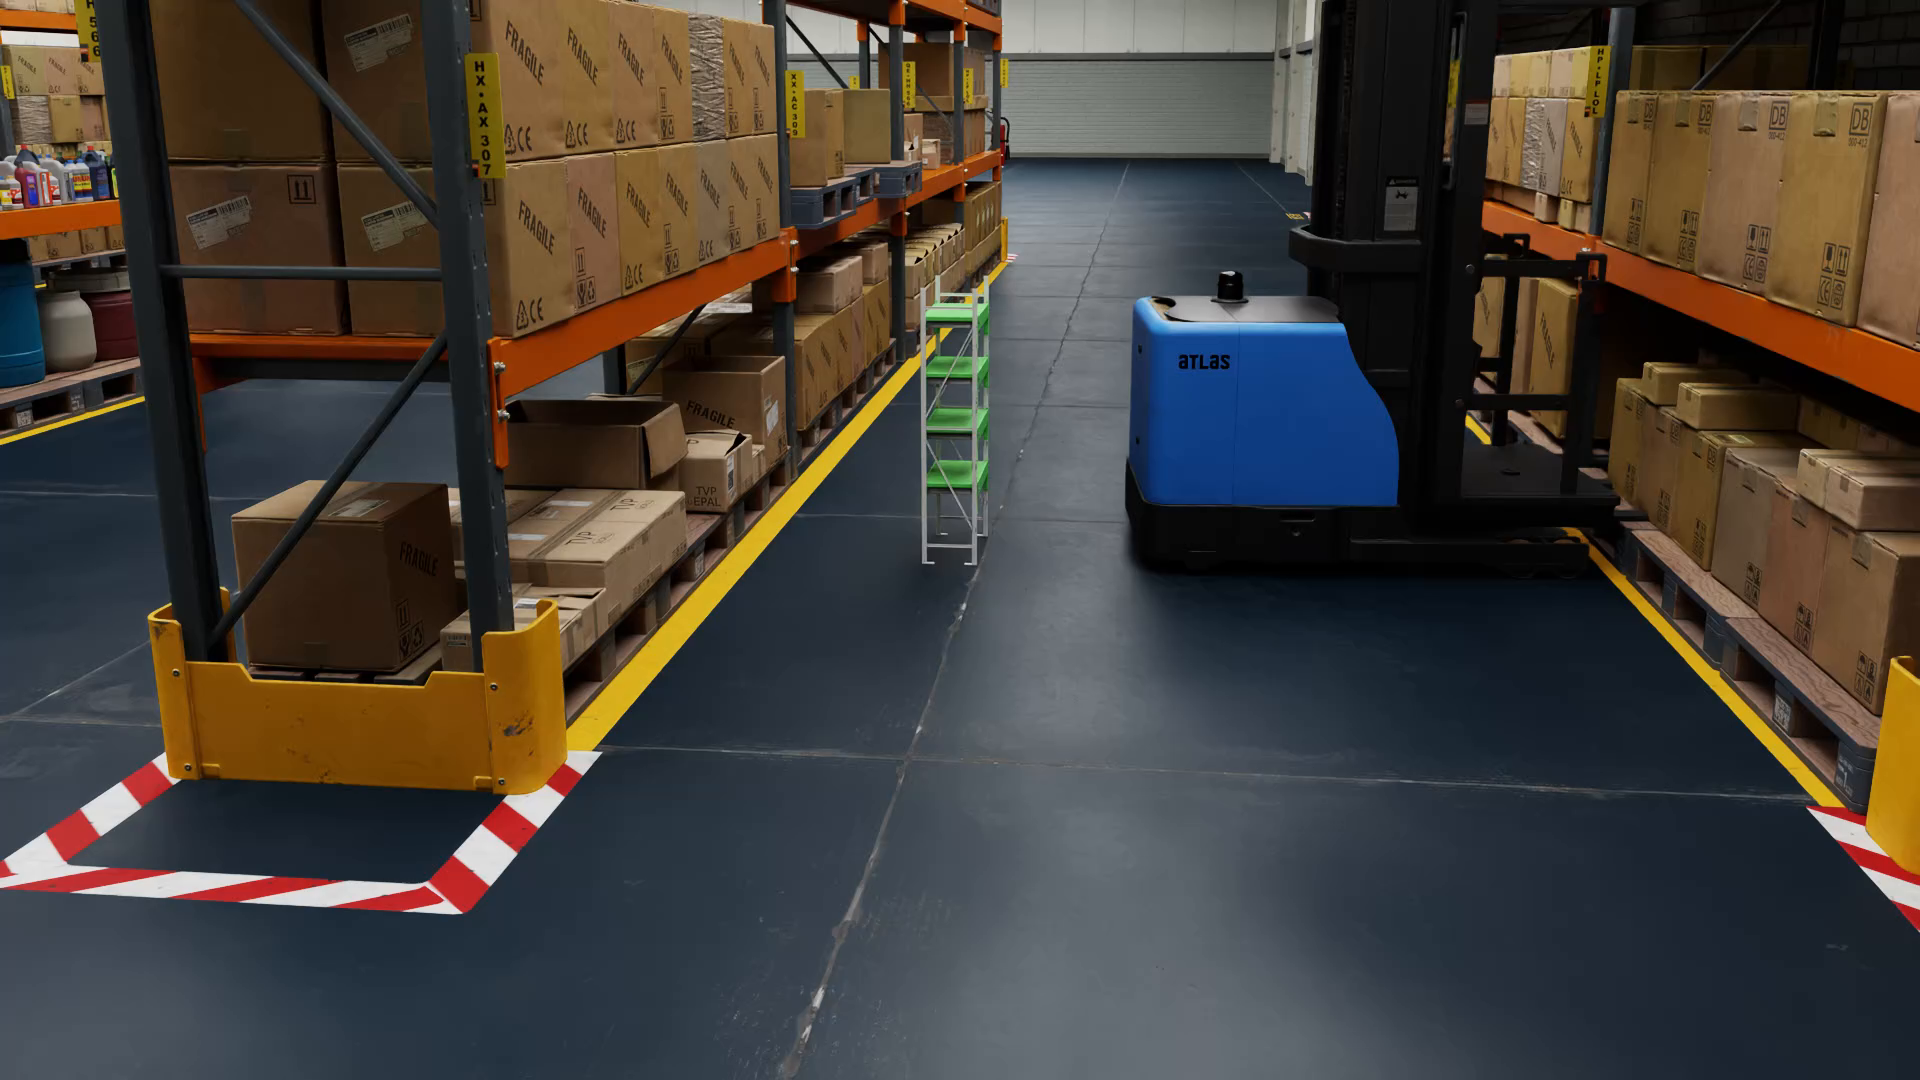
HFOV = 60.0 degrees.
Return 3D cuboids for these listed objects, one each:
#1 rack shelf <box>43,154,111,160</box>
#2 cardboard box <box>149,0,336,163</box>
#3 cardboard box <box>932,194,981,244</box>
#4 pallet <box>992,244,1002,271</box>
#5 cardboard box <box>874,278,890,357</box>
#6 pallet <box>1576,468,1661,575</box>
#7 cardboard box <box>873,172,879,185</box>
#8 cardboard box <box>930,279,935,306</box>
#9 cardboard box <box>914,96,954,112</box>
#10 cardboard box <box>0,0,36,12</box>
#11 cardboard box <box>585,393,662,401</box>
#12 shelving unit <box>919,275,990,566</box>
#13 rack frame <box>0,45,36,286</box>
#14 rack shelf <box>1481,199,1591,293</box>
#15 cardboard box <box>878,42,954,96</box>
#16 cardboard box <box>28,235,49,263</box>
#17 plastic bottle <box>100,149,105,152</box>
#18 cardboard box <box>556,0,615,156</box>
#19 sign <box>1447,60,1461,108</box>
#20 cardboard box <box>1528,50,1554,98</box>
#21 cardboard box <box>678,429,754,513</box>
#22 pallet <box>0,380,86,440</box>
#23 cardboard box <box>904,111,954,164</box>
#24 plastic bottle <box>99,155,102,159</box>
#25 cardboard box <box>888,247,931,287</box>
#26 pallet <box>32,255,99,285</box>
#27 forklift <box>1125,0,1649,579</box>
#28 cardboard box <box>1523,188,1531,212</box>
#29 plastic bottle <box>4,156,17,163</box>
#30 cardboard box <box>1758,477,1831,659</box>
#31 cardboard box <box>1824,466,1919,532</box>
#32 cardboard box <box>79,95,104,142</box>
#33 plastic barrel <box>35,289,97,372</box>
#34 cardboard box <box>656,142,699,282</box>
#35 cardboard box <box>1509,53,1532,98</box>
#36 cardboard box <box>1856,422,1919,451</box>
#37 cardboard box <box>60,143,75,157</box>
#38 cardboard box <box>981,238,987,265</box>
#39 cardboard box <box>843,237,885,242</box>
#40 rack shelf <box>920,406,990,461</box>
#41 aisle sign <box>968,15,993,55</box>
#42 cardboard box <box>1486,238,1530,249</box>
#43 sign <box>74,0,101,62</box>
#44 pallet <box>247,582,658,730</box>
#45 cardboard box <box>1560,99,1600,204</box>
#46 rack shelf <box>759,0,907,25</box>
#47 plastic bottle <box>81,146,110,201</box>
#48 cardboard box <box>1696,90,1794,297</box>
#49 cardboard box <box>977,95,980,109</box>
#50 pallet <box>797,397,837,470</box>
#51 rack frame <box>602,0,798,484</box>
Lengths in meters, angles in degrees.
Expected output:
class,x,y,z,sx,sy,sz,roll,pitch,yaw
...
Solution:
class,x,y,z,sx,sy,sz,roll,pitch,yaw
rack shelf,-10.082,-4.315,19.250,1.077,0.370,4.000,2,15,6
cardboard box,-2.042,-1.393,4.958,0.500,0.500,0.500,2,15,6
cardboard box,-0.053,-3.329,17.252,0.500,0.500,0.500,2,15,6
pallet,-0.058,-3.342,19.618,1.003,0.211,1.213,2,15,6
cardboard box,-0.789,-1.569,11.665,0.500,0.500,0.500,2,15,8
pallet,3.391,-0.090,7.589,1.003,0.211,1.213,2,15,6
cardboard box,-0.832,-2.863,12.674,0.500,0.311,0.500,3,15,10
cardboard box,-0.457,-2.081,14.074,0.500,0.250,0.500,1,15,5
cardboard box,-0.242,-4.276,16.294,0.380,0.149,0.250,2,15,6
cardboard box,-10.002,-5.628,17.270,0.500,0.250,0.500,1,15,4
cardboard box,-1.630,-0.587,8.396,0.500,0.311,0.500,2,15,6
shelving unit,-0.019,-0.536,7.347,0.258,1.200,0.503,2,15,6
rack frame,-10.308,-4.143,17.238,1.000,3.000,0.127,2,15,6
rack shelf,3.781,-1.802,9.958,1.077,0.370,4.000,2,15,6
cardboard box,-0.421,-4.640,16.399,0.700,0.500,0.500,2,15,7
cardboard box,-10.223,-3.242,17.889,0.500,0.500,0.500,1,15,5
plastic bottle,-6.290,-2.717,12.187,0.061,0.283,0.133,2,15,6
cardboard box,-1.455,-1.512,5.401,0.500,0.500,0.500,2,15,7
sign,3.466,-3.202,11.692,0.100,0.325,0.005,2,15,6
cardboard box,3.478,-2.587,9.248,0.500,0.250,0.500,2,15,7
cardboard box,-1.235,-0.339,7.479,0.500,0.311,0.500,2,15,6
pallet,-6.160,-0.775,10.124,1.003,0.211,1.213,2,15,6
cardboard box,-0.421,-4.014,16.568,0.700,0.500,0.500,1,15,5
plastic bottle,-5.752,-2.446,11.184,0.061,0.283,0.133,2,15,6
cardboard box,-0.514,-2.223,13.524,0.500,0.311,0.500,1,15,5
pallet,-10.267,-2.972,18.250,1.003,0.211,1.213,2,15,6
forklift,2.301,-1.390,7.188,3.031,2.935,1.130,0,15,1
cardboard box,3.540,-2.012,9.798,0.380,0.149,0.250,2,15,8
plastic bottle,-6.364,-2.438,11.168,0.152,0.276,0.135,2,15,6
cardboard box,3.139,0.097,5.543,0.700,0.500,0.500,2,15,6
cardboard box,2.917,-0.125,5.121,0.380,0.149,0.250,2,15,6
cardboard box,-10.148,-4.711,18.577,0.875,0.500,0.500,2,15,6
plastic barrel,-5.978,-1.392,11.026,0.421,0.512,0.421,0,15,0
cardboard box,-1.336,-1.287,6.485,0.500,0.500,0.500,2,15,7
cardboard box,3.535,-2.720,9.737,0.500,0.250,0.500,1,15,5
cardboard box,3.381,-0.311,5.807,0.380,0.149,0.250,2,15,7
cardboard box,-9.924,-4.264,18.166,0.380,0.149,0.250,2,15,6
cardboard box,0.012,-3.096,17.829,0.500,0.250,0.500,2,15,6
cardboard box,-0.931,-2.498,14.542,0.500,0.311,0.500,2,15,8
rack shelf,-0.019,-0.475,7.363,0.258,0.148,0.480,2,15,6
aisle sign,0.286,-6.151,19.683,0.394,0.787,0.004,2,15,6
cardboard box,3.793,-1.646,11.317,0.750,0.750,0.750,1,15,6
sign,-2.368,-1.471,4.532,0.100,0.325,0.005,2,15,6
pallet,-1.721,0.382,5.847,1.003,0.211,1.213,2,15,6
cardboard box,3.356,-1.959,8.362,0.500,0.500,0.500,1,15,5
rack shelf,-1.142,-3.395,10.102,1.077,0.370,4.000,2,15,6
plastic bottle,-5.684,-2.400,10.884,0.144,0.351,0.185,2,15,6
cardboard box,3.317,-1.257,5.990,0.980,0.700,0.700,1,15,4
cardboard box,0.016,-4.877,18.517,0.380,0.149,0.250,2,15,8
pallet,-1.313,-0.641,9.630,1.003,0.211,1.213,2,15,6
rack frame,-1.368,-1.776,8.482,1.000,3.000,0.127,2,15,6
